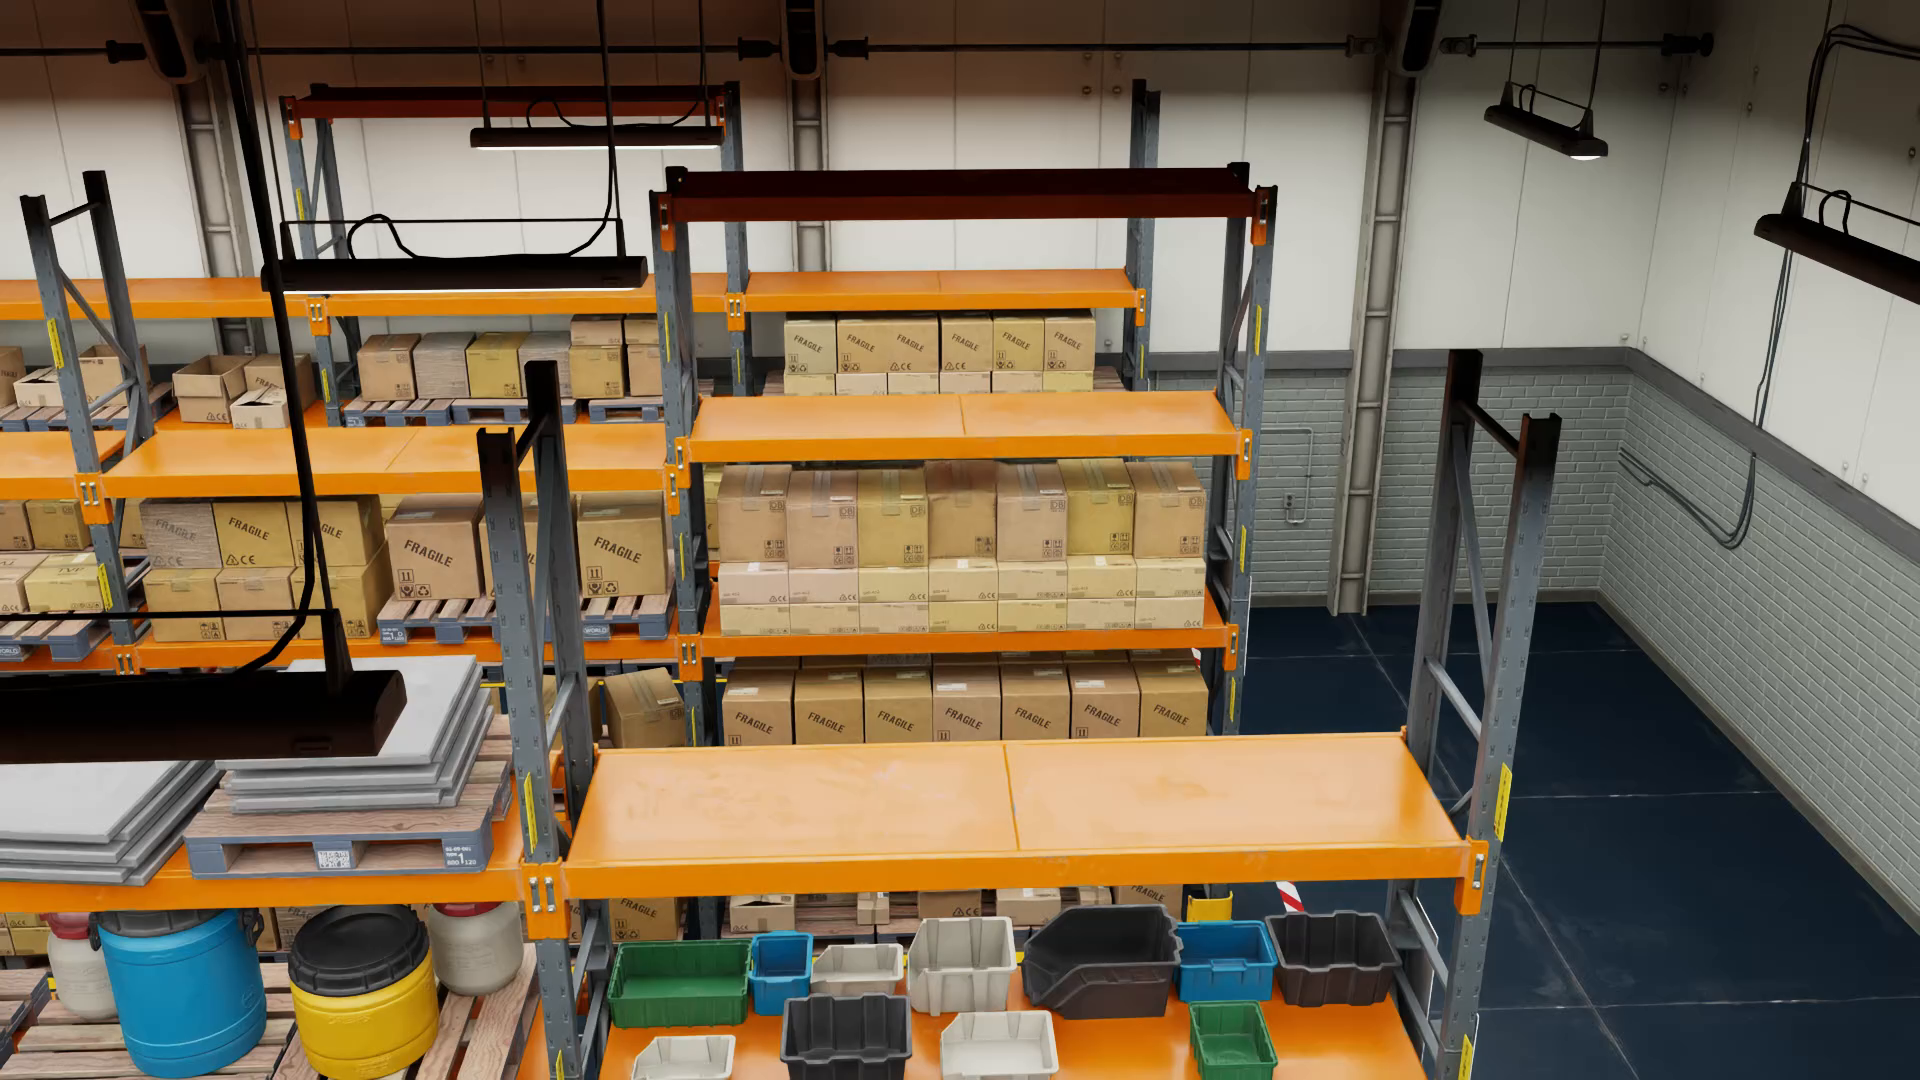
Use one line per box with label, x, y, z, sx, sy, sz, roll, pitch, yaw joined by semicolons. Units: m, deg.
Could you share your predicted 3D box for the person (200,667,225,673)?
person;-7.092;1.424;15.454;0.549;1.716;0.685;20;29;40
